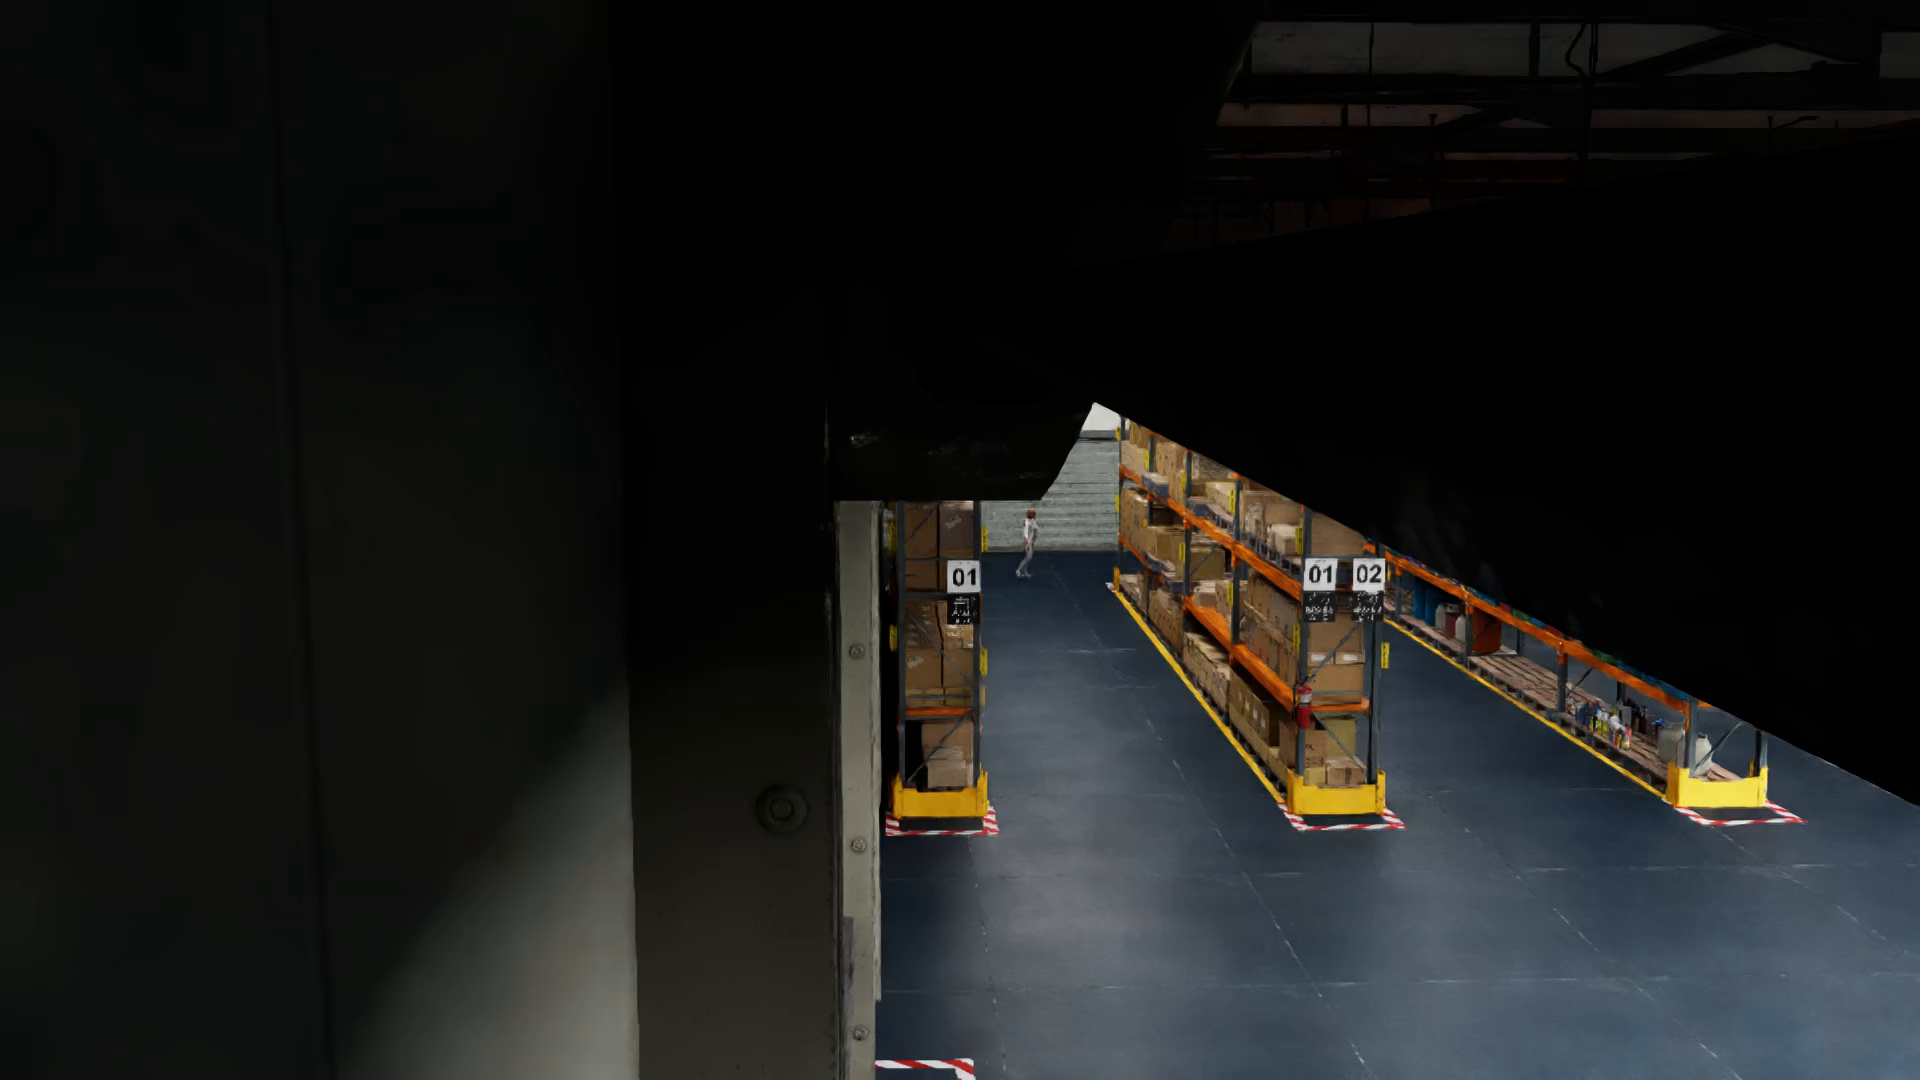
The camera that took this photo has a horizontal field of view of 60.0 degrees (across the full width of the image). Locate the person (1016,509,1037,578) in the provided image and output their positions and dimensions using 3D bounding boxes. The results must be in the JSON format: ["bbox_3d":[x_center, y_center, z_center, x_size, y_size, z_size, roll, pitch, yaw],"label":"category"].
[{"bbox_3d":[1.520,0.097,37.970,0.421,1.547,0.566,4,9,25],"label":"person"}]

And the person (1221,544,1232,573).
[{"bbox_3d":[5.644,0.364,35.801,0.677,1.674,0.534,-1,8,-5],"label":"person"}]
